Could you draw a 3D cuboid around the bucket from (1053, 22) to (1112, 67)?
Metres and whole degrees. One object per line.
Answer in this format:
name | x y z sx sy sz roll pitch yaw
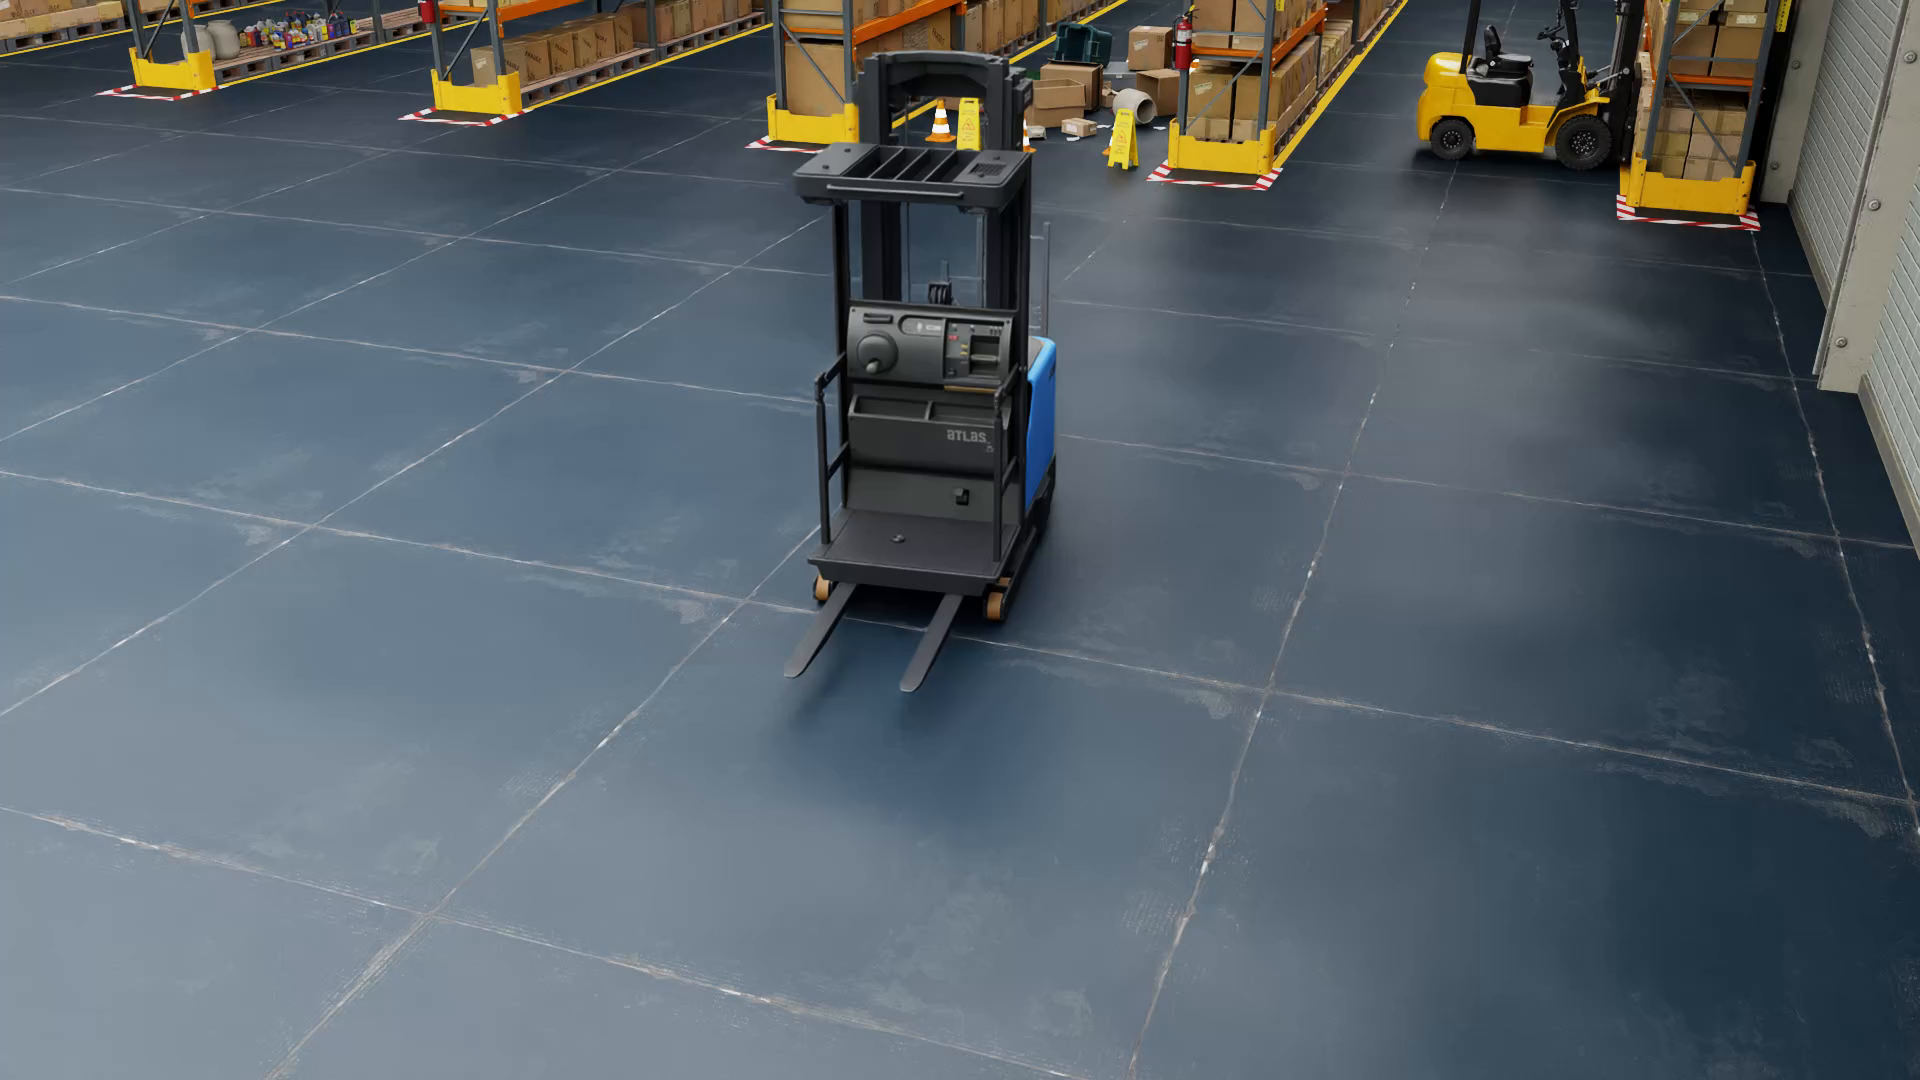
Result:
bucket | 1.711 -6.724 22.707 0.726 0.611 0.620 20 22 35

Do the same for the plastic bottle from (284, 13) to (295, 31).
plastic bottle | -10.455 -8.039 25.946 0.144 0.351 0.185 8 27 15

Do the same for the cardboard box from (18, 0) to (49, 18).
cardboard box | -14.843 -8.551 26.283 0.500 0.500 0.500 9 27 17

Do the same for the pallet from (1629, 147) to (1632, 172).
pallet | 8.257 -4.430 19.157 1.003 0.211 1.213 9 27 17

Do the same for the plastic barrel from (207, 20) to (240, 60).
plastic barrel | -10.750 -7.295 24.248 0.421 0.512 0.421 0 26 0

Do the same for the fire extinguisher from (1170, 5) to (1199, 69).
fire extinguisher | 2.480 -5.568 18.397 0.296 0.674 0.183 9 27 17

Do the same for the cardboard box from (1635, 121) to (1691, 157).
cardboard box | 7.502 -4.287 17.761 0.500 0.250 0.500 8 27 17

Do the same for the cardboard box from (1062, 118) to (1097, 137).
cardboard box | 1.483 -5.131 20.677 0.250 0.149 0.380 -20 33 -36

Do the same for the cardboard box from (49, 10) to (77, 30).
cardboard box | -14.679 -8.420 26.871 0.500 0.250 0.500 9 27 17

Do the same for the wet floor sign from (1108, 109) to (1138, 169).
wet floor sign | 1.880 -4.600 19.011 0.267 0.644 0.232 20 32 35

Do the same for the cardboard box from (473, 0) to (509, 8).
cardboard box | -6.073 -6.990 21.532 0.380 0.149 0.250 9 27 17

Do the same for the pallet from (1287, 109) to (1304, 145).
pallet | 3.689 -5.188 20.722 1.003 0.211 1.213 9 27 17

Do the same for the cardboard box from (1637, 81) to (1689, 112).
cardboard box | 7.816 -4.920 18.496 0.500 0.250 0.500 9 27 18

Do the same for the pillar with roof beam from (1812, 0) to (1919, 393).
pillar with roof beam | 2.660 -5.879 12.066 9.100 9.000 0.400 9 27 17

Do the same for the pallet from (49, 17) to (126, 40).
pallet | -14.706 -8.526 27.618 1.003 0.211 1.213 9 27 17

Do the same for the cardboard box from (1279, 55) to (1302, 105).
cardboard box | 3.834 -5.594 20.174 0.500 0.500 0.500 9 27 18

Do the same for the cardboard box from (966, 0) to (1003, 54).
cardboard box | 0.028 -7.744 24.901 1.050 0.750 0.750 9 27 17

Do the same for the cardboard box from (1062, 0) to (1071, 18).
cardboard box | 1.553 -9.072 27.931 0.500 0.500 0.500 9 27 18

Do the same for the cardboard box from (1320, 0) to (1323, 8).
cardboard box | 4.464 -6.937 21.425 0.380 0.149 0.250 8 27 17

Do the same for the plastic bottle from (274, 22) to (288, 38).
plastic bottle | -10.449 -7.819 25.578 0.152 0.276 0.135 9 27 17

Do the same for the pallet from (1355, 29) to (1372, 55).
pallet | 5.948 -7.929 26.383 1.003 0.211 1.213 9 27 17

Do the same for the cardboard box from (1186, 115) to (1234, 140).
cardboard box | 2.976 -4.916 19.634 0.500 0.250 0.500 9 27 17

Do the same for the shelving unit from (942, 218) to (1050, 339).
shelving unit | 0.251 -1.276 11.164 0.587 1.500 1.083 6 26 12

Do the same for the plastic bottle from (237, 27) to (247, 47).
plastic bottle | -10.844 -7.583 25.081 0.061 0.283 0.133 9 27 19

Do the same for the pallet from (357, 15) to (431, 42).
pallet | -9.508 -8.456 27.471 1.003 0.211 1.213 9 27 17

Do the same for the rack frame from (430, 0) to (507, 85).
rack frame | -6.393 -7.020 21.307 1.000 3.000 0.127 9 27 17

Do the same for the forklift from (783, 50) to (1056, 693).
forklift | -0.217 -1.044 9.044 1.130 2.935 3.031 6 26 12

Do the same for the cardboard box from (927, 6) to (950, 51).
cardboard box | -0.693 -6.888 22.989 0.875 0.875 0.875 9 27 18

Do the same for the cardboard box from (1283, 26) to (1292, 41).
cardboard box | 3.624 -5.880 19.241 0.380 0.149 0.250 9 27 18

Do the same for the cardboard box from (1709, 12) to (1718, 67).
cardboard box | 8.214 -5.290 17.620 0.500 0.500 0.500 10 27 19

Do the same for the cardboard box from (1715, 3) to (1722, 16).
cardboard box | 8.105 -5.517 17.344 0.380 0.149 0.250 8 27 17

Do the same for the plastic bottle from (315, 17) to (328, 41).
plastic bottle | -9.846 -7.870 25.597 0.144 0.351 0.185 9 27 17

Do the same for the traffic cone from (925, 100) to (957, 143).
traffic cone | -0.233 -5.130 20.314 0.336 0.463 0.334 9 27 17

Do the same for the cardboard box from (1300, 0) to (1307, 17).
cardboard box | 3.871 -6.549 19.879 0.500 0.500 0.500 8 27 16

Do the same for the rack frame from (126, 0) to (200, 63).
rack frame | -11.063 -7.738 22.791 1.000 3.000 0.127 9 27 17

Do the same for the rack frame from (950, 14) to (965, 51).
rack frame | -0.418 -7.903 23.131 1.000 3.000 0.127 9 27 17

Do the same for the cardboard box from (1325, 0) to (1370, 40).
cardboard box | 5.923 -8.375 26.062 0.875 0.875 0.875 8 27 17

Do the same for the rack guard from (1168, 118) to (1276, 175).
rack guard | 2.978 -4.489 18.948 1.175 0.500 0.348 9 27 17

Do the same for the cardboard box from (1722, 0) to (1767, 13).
cardboard box | 7.948 -5.443 16.849 0.380 0.149 0.250 8 27 16

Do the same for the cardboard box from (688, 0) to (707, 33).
cardboard box | -4.475 -8.409 26.540 0.700 0.500 0.500 6 27 13

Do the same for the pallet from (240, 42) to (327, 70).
pallet | -10.399 -7.354 25.197 1.003 0.211 1.213 9 27 17

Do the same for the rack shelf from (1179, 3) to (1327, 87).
rack shelf | 3.618 -6.081 20.193 1.077 0.370 4.000 9 27 17

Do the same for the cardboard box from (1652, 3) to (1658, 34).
cardboard box | 8.247 -5.984 19.053 0.500 0.500 0.500 8 27 17

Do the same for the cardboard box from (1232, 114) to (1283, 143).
cardboard box | 3.482 -4.826 19.448 0.500 0.250 0.500 9 27 17

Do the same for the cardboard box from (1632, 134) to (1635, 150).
cardboard box | 7.842 -4.462 18.698 0.500 0.250 0.500 9 27 18

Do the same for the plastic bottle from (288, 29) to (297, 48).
plastic bottle | -10.052 -7.549 25.026 0.097 0.271 0.097 0 26 0

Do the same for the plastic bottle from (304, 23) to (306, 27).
plastic bottle | -10.005 -7.789 25.506 0.061 0.283 0.133 9 27 17

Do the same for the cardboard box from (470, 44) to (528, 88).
cardboard box | -6.169 -6.338 22.285 0.500 0.500 0.500 14 29 27
